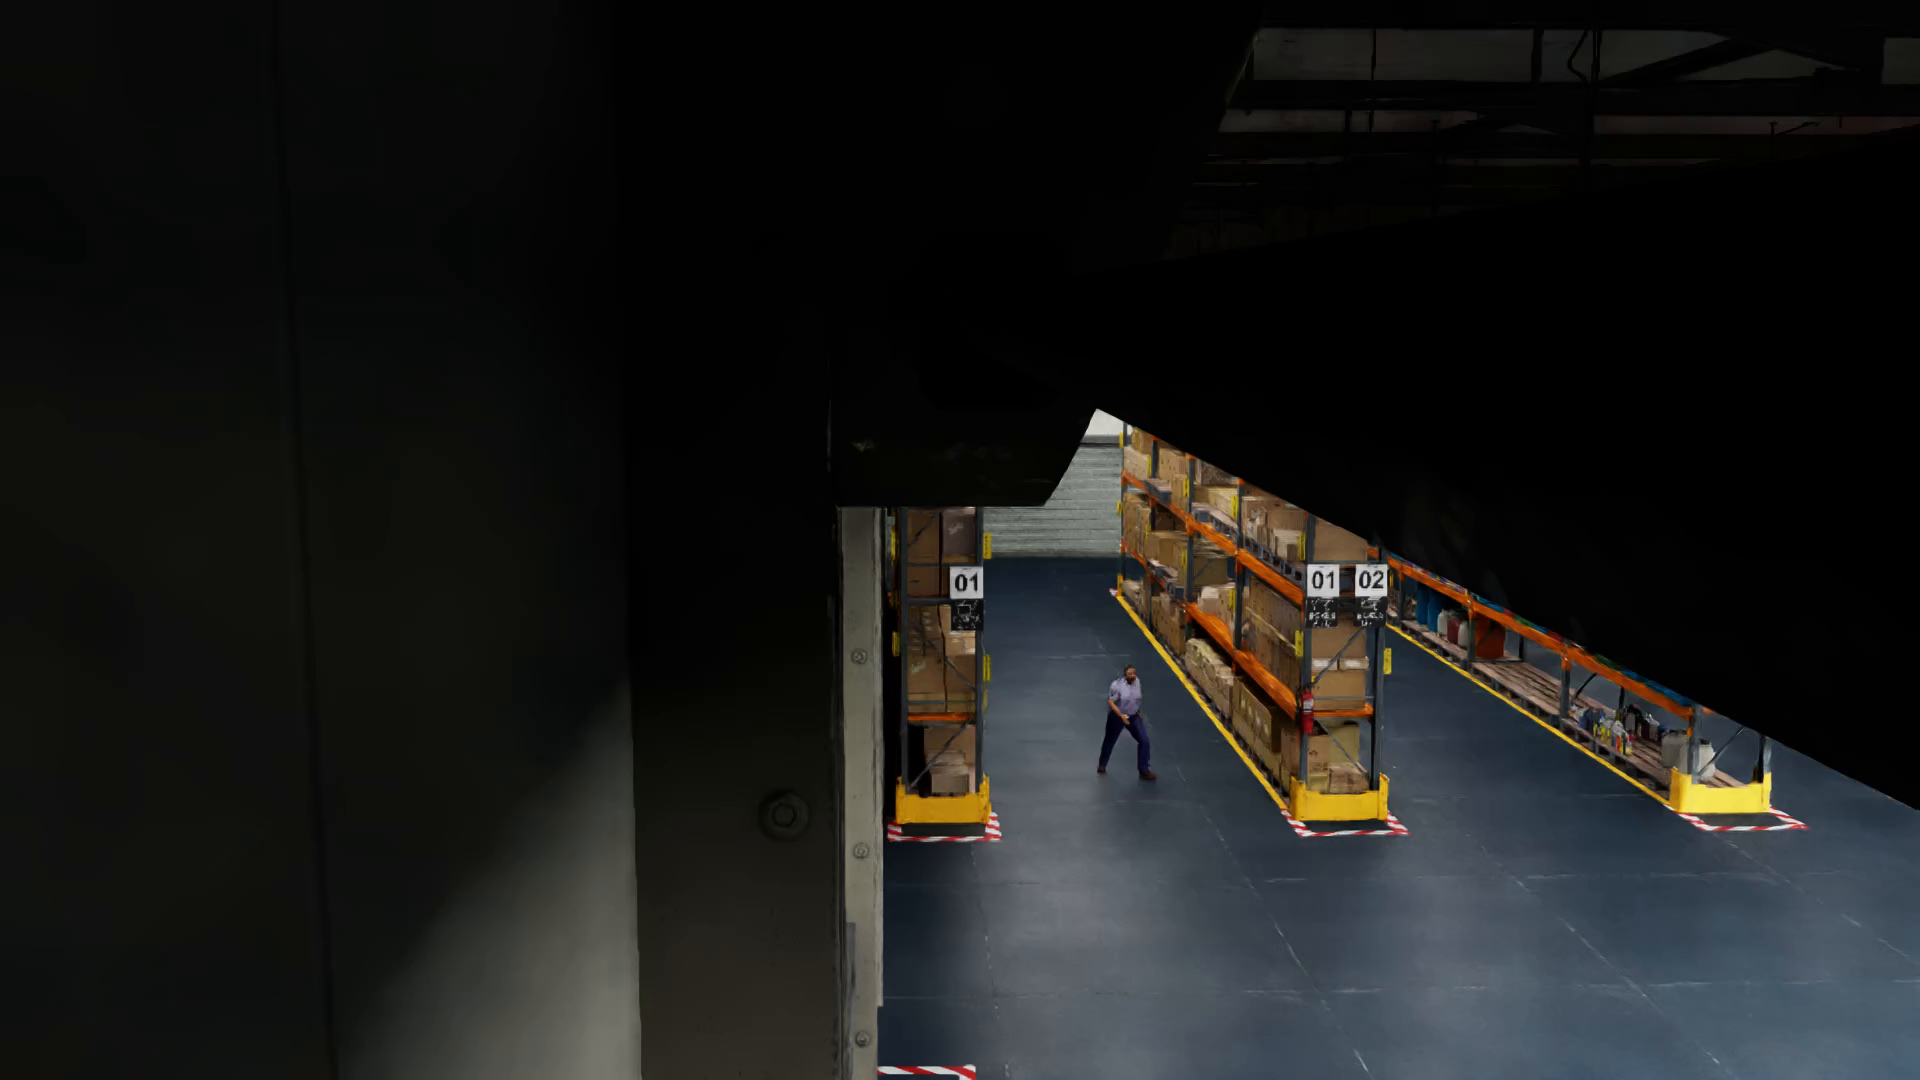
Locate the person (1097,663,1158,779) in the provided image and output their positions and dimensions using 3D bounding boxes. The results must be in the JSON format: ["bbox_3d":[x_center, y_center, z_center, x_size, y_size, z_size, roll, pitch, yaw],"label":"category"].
[{"bbox_3d":[2.237,2.398,22.451,0.647,1.577,0.821,-3,9,-20],"label":"person"}]
